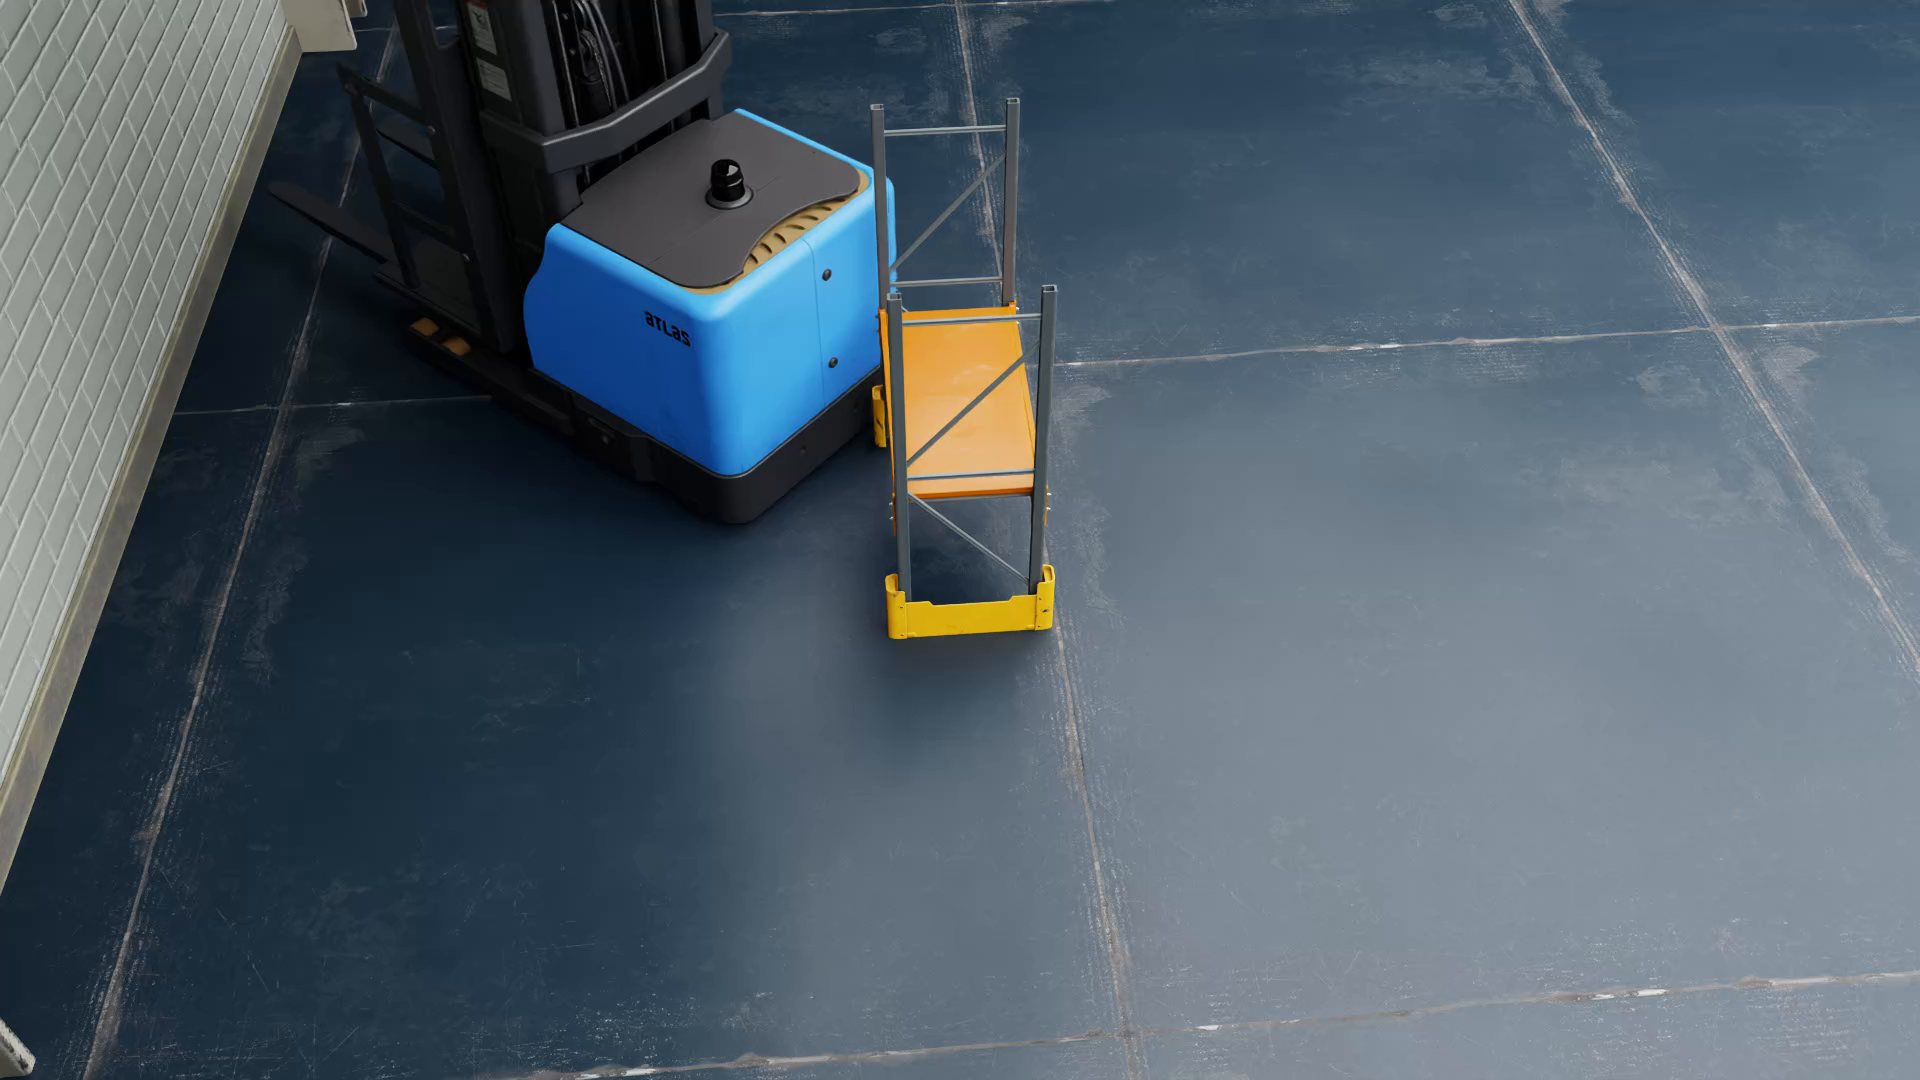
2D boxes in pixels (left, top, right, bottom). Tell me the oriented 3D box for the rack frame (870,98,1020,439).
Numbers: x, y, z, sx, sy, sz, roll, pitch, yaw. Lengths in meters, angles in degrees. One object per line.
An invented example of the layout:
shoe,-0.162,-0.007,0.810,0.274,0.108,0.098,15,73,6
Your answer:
rack frame,-0.050,-0.945,6.112,0.500,1.500,0.032,-3,47,-3

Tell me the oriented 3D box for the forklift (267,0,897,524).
forklift,-1.702,-1.959,6.086,3.031,2.935,1.130,29,53,25

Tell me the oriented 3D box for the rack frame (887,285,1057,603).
rack frame,0.035,-0.210,5.416,0.500,1.500,0.032,-3,47,-3

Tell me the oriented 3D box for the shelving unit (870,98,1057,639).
shelving unit,-0.006,-0.571,5.758,0.587,1.500,1.083,-3,47,-3

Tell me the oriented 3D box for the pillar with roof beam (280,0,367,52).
pillar with roof beam,0.967,-6.046,5.778,9.100,9.000,0.400,-3,47,-3

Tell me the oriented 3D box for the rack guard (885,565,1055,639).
rack guard,0.035,0.219,5.870,0.587,0.250,0.087,-3,47,-3

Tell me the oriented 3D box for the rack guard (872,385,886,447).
rack guard,-0.048,-0.501,6.553,0.587,0.250,0.087,-3,47,-3

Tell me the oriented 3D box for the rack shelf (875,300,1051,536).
rack shelf,-0.007,-0.454,5.895,0.538,0.185,1.000,-3,47,-3
